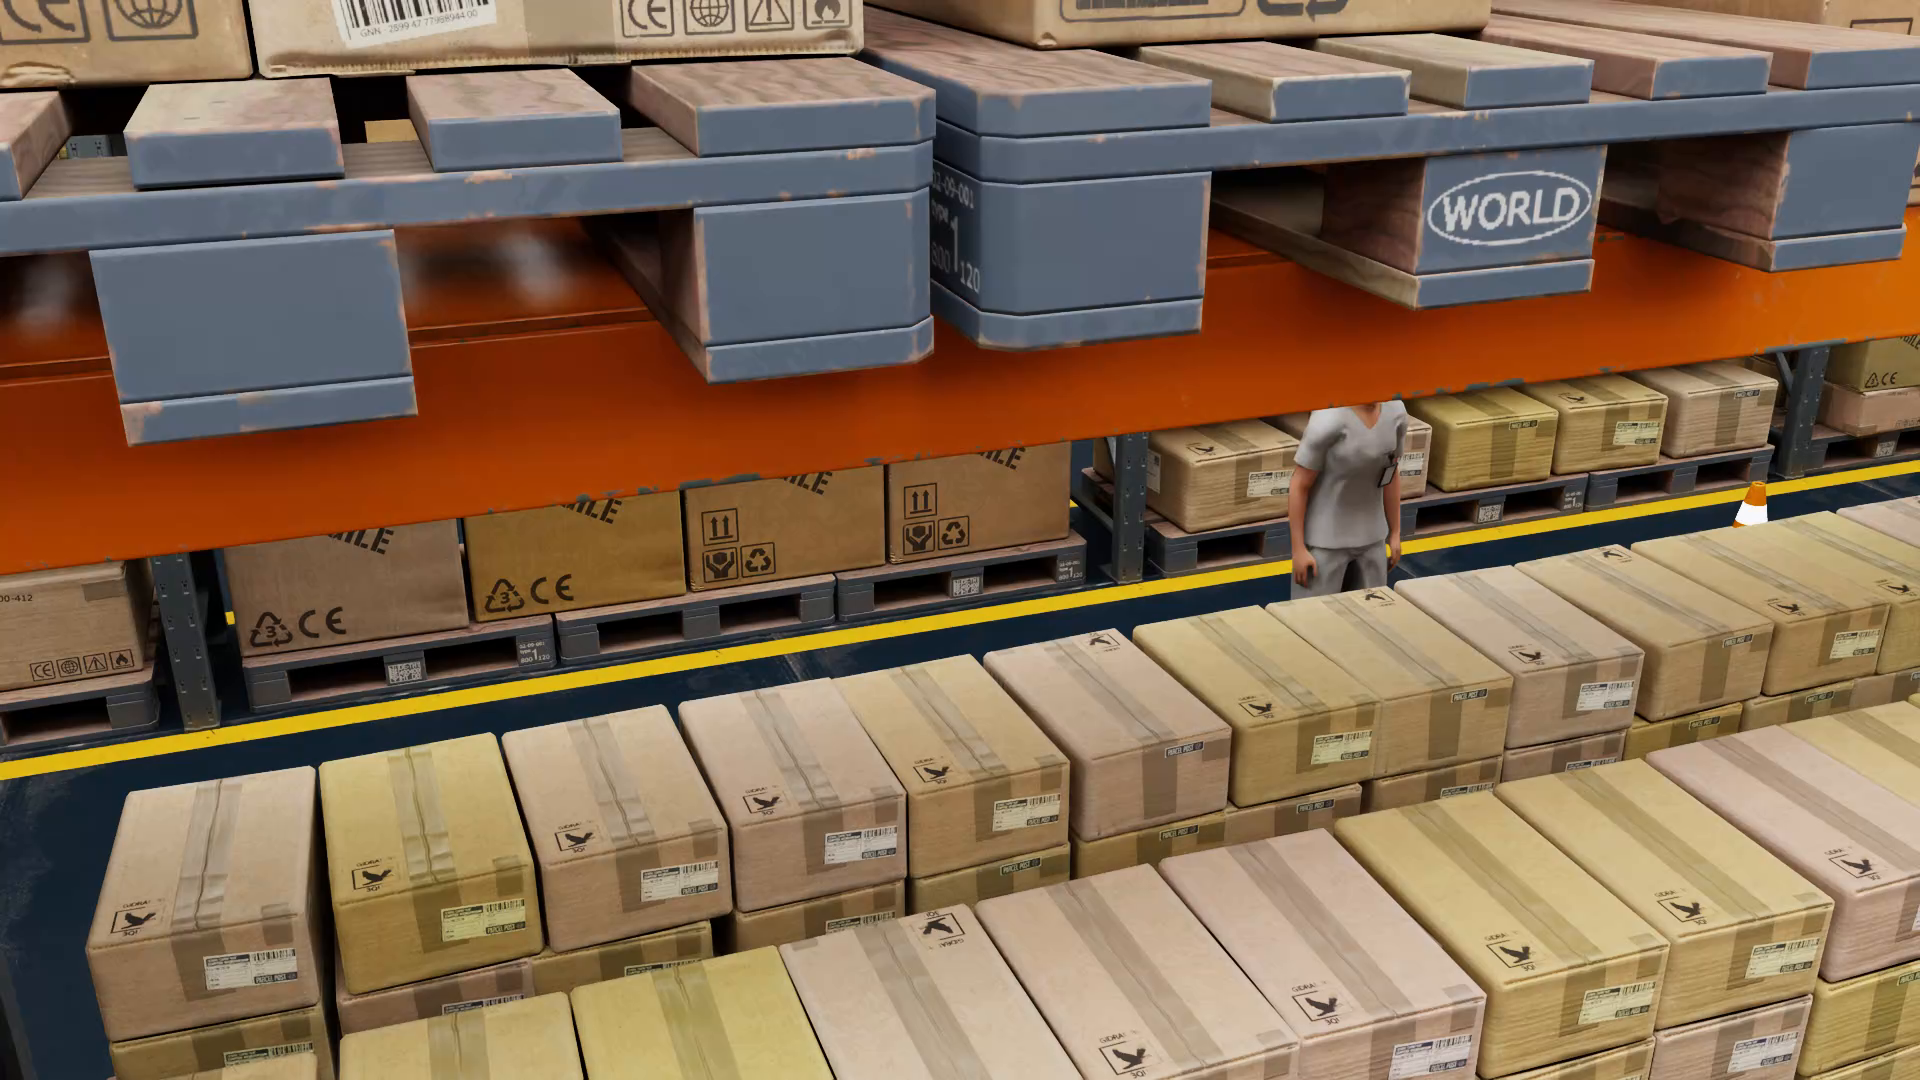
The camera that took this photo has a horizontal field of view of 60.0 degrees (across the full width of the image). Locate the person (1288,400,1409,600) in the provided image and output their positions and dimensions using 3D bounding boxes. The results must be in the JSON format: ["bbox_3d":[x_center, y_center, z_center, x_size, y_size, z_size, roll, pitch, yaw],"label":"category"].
[{"bbox_3d":[1.394,0.022,6.045,0.508,1.671,0.360,-10,25,-22],"label":"person"}]
